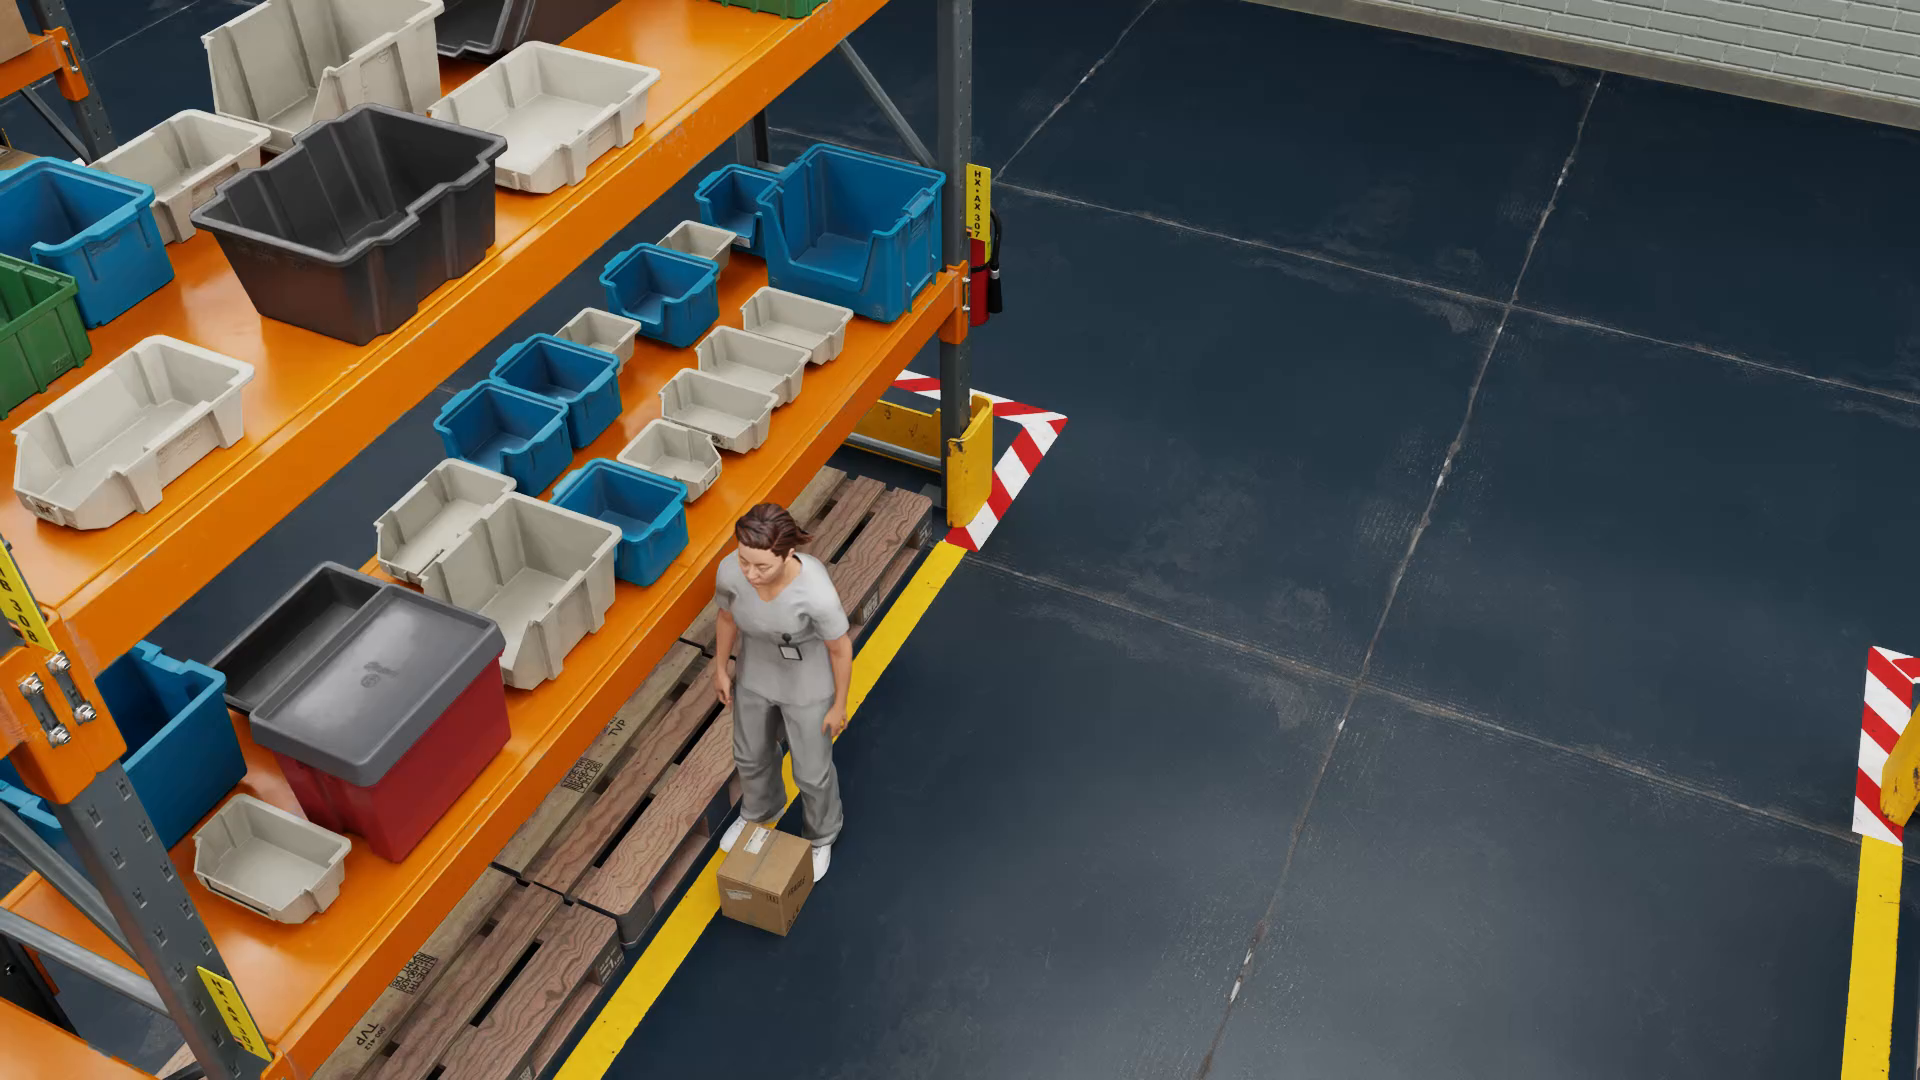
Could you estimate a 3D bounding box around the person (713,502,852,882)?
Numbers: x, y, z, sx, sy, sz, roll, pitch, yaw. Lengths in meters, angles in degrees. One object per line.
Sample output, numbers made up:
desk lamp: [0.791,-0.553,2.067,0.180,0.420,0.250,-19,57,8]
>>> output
person: [-0.601,0.497,5.612,0.512,1.673,0.355,16,44,16]
